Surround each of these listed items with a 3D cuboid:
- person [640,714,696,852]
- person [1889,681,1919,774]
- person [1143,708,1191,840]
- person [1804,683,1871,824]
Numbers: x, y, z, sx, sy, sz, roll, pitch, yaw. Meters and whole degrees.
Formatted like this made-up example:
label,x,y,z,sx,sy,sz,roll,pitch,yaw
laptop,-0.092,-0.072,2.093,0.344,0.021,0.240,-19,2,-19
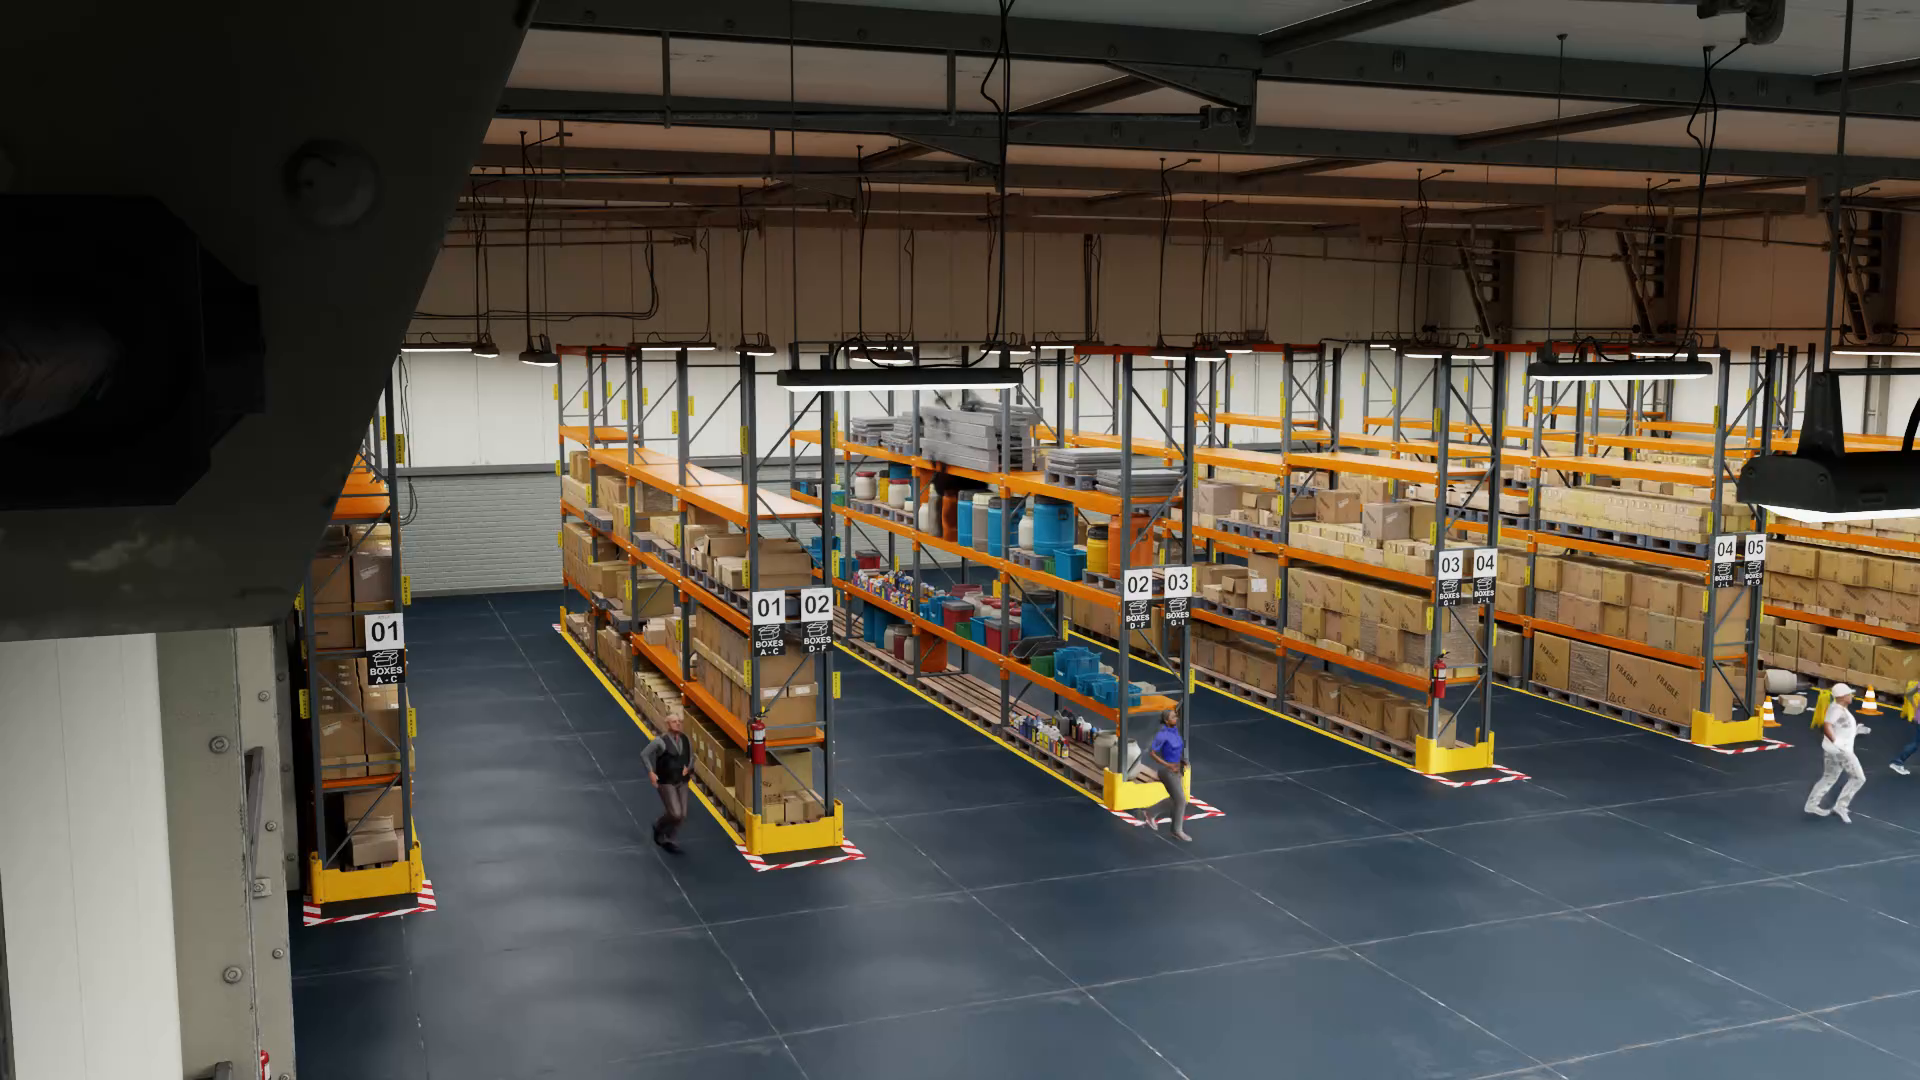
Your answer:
label,x,y,z,sx,sy,sz,roll,pitch,yaw
person,-3.467,2.945,20.171,0.543,1.665,0.652,7,10,43
person,13.521,2.582,23.357,0.746,1.635,0.528,3,8,24
person,2.593,2.922,20.789,0.656,1.657,0.601,3,8,25
person,11.336,2.745,21.419,0.746,1.822,0.652,2,7,13
